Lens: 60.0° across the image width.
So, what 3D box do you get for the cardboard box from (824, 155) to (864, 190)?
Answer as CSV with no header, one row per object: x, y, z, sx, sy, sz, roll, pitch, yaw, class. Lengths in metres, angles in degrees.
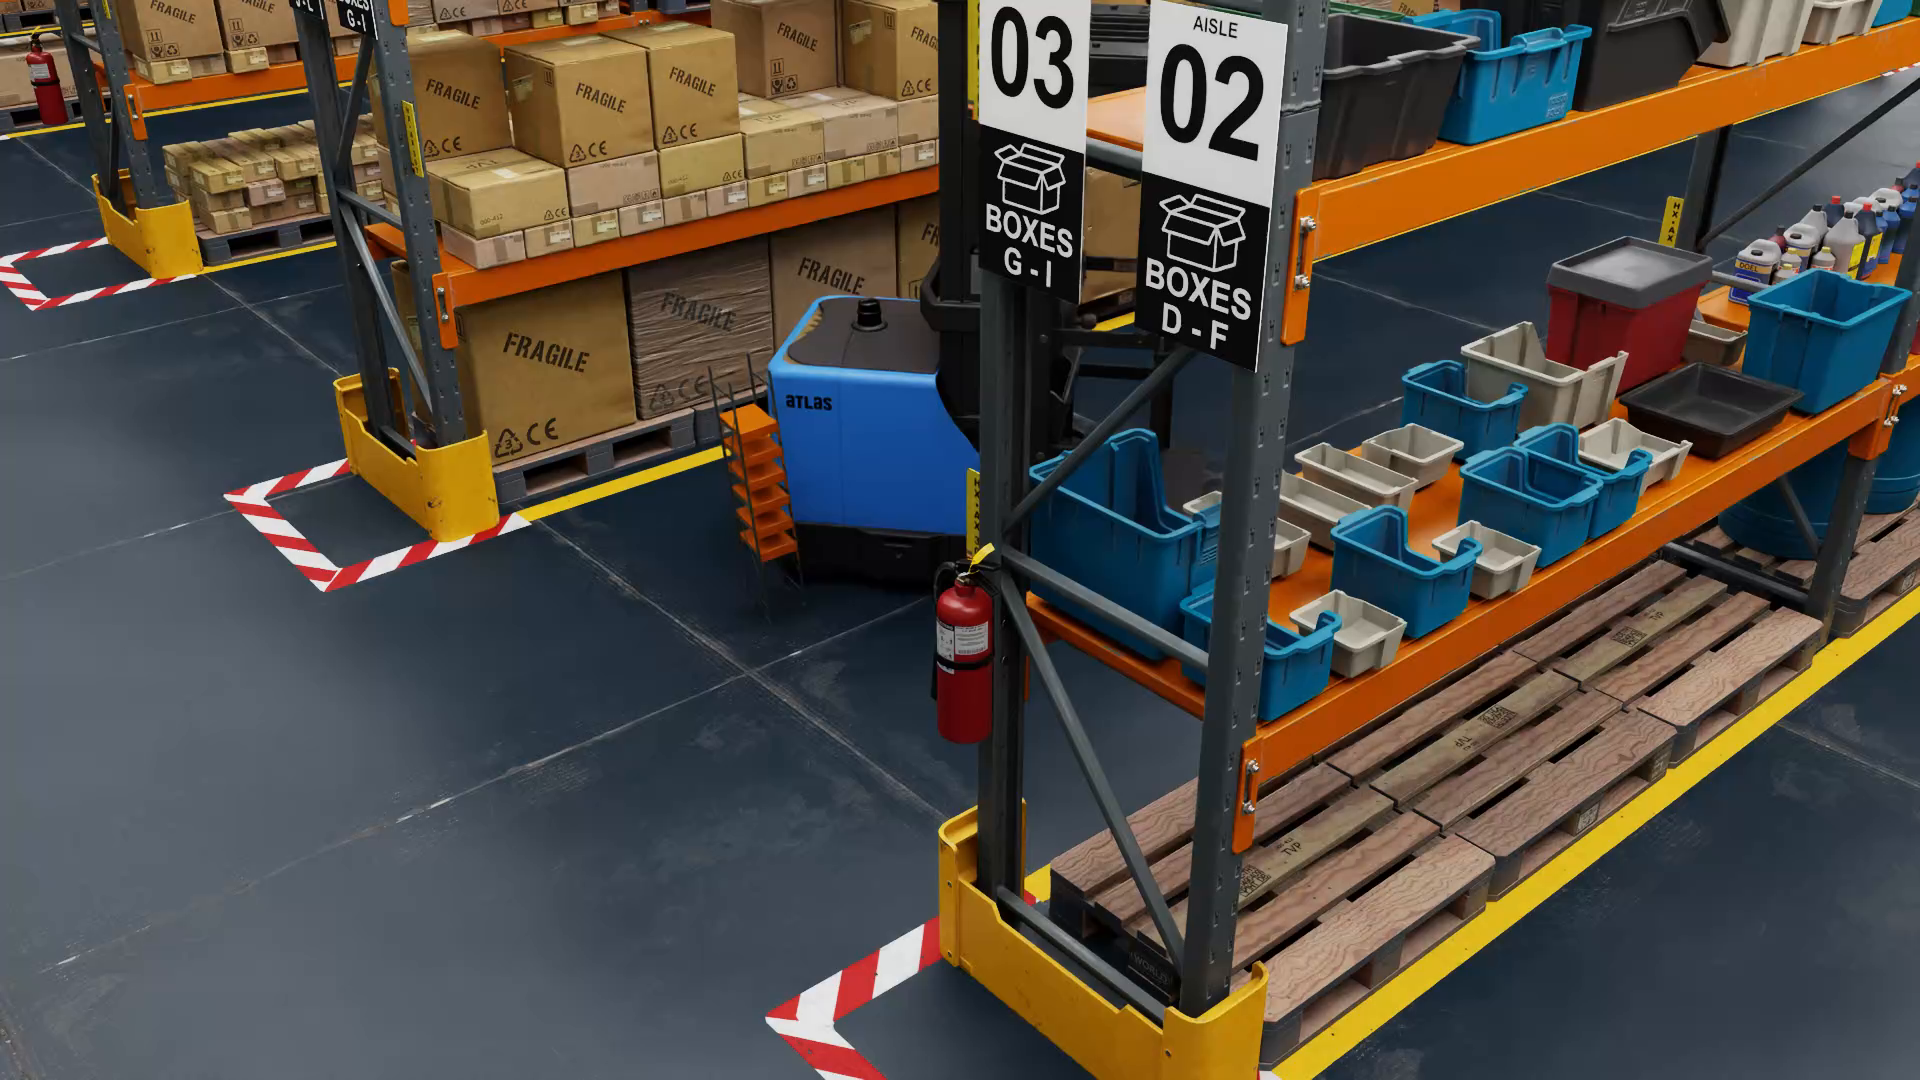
-0.744,-2.076,9.218,0.250,0.149,0.380,-23,35,-36,cardboard box

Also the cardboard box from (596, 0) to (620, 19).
-2.955,-4.318,13.413,0.250,0.149,0.380,-22,35,-35,cardboard box

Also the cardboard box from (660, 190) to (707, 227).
-1.526,-1.761,8.630,0.250,0.149,0.380,-23,36,-36,cardboard box

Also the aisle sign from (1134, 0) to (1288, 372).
0.562,-0.809,3.823,0.004,0.787,0.394,-22,35,-35,aisle sign

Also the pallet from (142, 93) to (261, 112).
-7.738,-4.534,16.510,1.213,0.211,1.003,-22,35,-35,pallet

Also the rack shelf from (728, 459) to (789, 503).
-0.896,-0.283,7.332,0.180,0.103,0.258,-21,34,-24,rack shelf

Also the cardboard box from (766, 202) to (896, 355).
-0.986,-1.590,9.851,0.875,0.875,0.875,-22,35,-35,cardboard box

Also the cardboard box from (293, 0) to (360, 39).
-4.641,-3.908,11.958,0.500,0.500,0.500,-21,35,-34,cardboard box

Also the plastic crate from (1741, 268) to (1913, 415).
3.333,-0.769,6.459,0.575,0.384,0.392,-22,35,-35,plastic crate

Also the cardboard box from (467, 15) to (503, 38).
-3.722,-3.976,12.773,0.250,0.149,0.380,-24,36,-37,cardboard box

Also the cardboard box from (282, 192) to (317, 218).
-4.996,-2.537,12.395,0.250,0.149,0.380,-21,35,-34,cardboard box

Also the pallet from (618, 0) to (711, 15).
-2.214,-4.697,14.060,1.213,0.211,1.003,-22,35,-35,pallet

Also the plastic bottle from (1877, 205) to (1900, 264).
4.416,-1.462,7.940,0.097,0.271,0.097,0,28,0,plastic bottle

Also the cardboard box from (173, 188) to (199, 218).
-5.668,-2.540,12.399,0.250,0.149,0.380,-21,35,-34,cardboard box

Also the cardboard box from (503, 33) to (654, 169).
-1.870,-2.165,8.167,0.500,0.500,0.500,-23,36,-36,cardboard box

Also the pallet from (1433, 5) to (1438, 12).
3.768,-4.186,13.103,1.003,0.211,1.213,-22,35,-35,pallet

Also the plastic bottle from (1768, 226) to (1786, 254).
3.703,-1.287,7.599,0.133,0.283,0.061,-22,35,-35,plastic bottle

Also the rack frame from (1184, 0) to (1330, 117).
0.424,-2.437,3.262,0.127,3.000,1.000,-22,35,-35,rack frame

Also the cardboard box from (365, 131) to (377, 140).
-4.326,-3.014,12.656,0.250,0.149,0.380,-21,35,-34,cardboard box

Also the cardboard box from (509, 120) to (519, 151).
-2.208,-2.030,8.710,0.500,0.250,0.500,-23,35,-36,cardboard box

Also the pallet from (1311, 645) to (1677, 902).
2.004,0.829,6.474,1.213,0.211,1.003,-22,35,-35,pallet

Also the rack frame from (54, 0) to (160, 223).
-5.933,-3.376,11.385,0.127,3.000,1.000,-22,35,-35,rack frame

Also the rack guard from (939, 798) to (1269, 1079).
0.414,1.324,5.243,0.348,0.500,1.175,-22,35,-35,rack guard

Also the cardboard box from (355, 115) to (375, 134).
-4.673,-3.200,13.003,0.250,0.149,0.380,-23,36,-36,cardboard box

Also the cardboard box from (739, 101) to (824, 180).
-1.081,-2.157,8.947,0.500,0.250,0.500,-23,36,-36,cardboard box

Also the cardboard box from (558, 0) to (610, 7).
-3.075,-4.526,13.115,0.500,0.500,0.500,-22,35,-35,cardboard box

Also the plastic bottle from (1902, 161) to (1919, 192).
4.792,-1.728,8.354,0.185,0.351,0.144,-22,35,-35,plastic bottle

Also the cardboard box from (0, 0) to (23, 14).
-11.245,-6.382,19.216,0.500,0.500,0.700,-20,34,-33,cardboard box

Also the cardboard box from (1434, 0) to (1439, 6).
3.680,-4.423,12.792,0.500,0.500,0.500,23,36,36,cardboard box

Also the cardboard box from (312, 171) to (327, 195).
-4.729,-2.713,12.408,0.250,0.149,0.380,-21,34,-33,cardboard box

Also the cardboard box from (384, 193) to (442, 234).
-2.734,-1.683,8.483,0.250,0.149,0.380,-21,35,-34,cardboard box

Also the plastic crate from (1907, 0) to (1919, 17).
3.341,-2.006,5.863,0.662,0.188,0.450,-22,35,-35,plastic crate

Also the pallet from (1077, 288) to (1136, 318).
0.790,-1.824,11.438,1.213,0.211,1.003,-22,35,-35,pallet

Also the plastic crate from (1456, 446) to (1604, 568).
1.827,-0.104,5.375,0.300,0.233,0.416,-22,35,-35,plastic crate

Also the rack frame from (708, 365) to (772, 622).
-0.968,-0.188,7.334,0.006,1.200,0.240,-21,34,-24,rack frame

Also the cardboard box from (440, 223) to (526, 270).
-2.306,-1.446,8.040,0.250,0.149,0.380,-21,35,-34,cardboard box

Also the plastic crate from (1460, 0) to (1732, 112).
1.765,-1.455,4.674,0.767,0.338,0.504,-22,35,-35,plastic crate

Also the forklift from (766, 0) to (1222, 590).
0.677,-1.231,7.444,3.031,2.935,1.130,5,28,9,forklift

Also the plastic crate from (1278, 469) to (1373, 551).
1.157,-0.099,5.468,0.243,0.136,0.396,-22,35,-35,plastic crate

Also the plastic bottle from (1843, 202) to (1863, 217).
4.219,-1.462,7.935,0.135,0.276,0.152,-22,35,-35,plastic bottle

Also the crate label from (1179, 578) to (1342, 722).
0.825,0.299,4.622,0.303,0.233,0.416,-22,35,-35,crate label

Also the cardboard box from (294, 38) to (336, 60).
-4.737,-3.605,12.080,0.250,0.149,0.380,-22,35,-35,cardboard box

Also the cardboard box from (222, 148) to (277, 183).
-5.182,-2.732,12.128,0.250,0.149,0.380,-21,35,-34,cardboard box

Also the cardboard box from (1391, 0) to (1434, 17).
3.081,-3.818,12.106,0.500,0.500,0.500,-21,34,-33,cardboard box

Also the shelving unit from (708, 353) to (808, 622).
-0.890,-0.218,7.371,0.189,1.200,0.258,-21,34,-24,shelving unit

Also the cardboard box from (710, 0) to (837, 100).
-1.050,-2.823,9.397,0.500,0.500,0.500,-23,36,-36,cardboard box

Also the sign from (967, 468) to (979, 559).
0.055,-0.055,4.997,0.005,0.325,0.100,-22,35,-35,sign

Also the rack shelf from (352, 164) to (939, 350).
-1.269,-1.861,9.314,4.000,0.370,1.077,-22,35,-35,rack shelf

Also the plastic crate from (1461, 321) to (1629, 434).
2.186,-0.588,6.229,0.530,0.282,0.437,-22,35,-35,plastic crate

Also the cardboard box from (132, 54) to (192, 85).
-5.474,-3.247,11.410,0.250,0.149,0.380,-22,35,-35,cardboard box

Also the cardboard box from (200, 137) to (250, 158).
-5.466,-2.875,12.396,0.250,0.149,0.380,-21,35,-34,cardboard box
